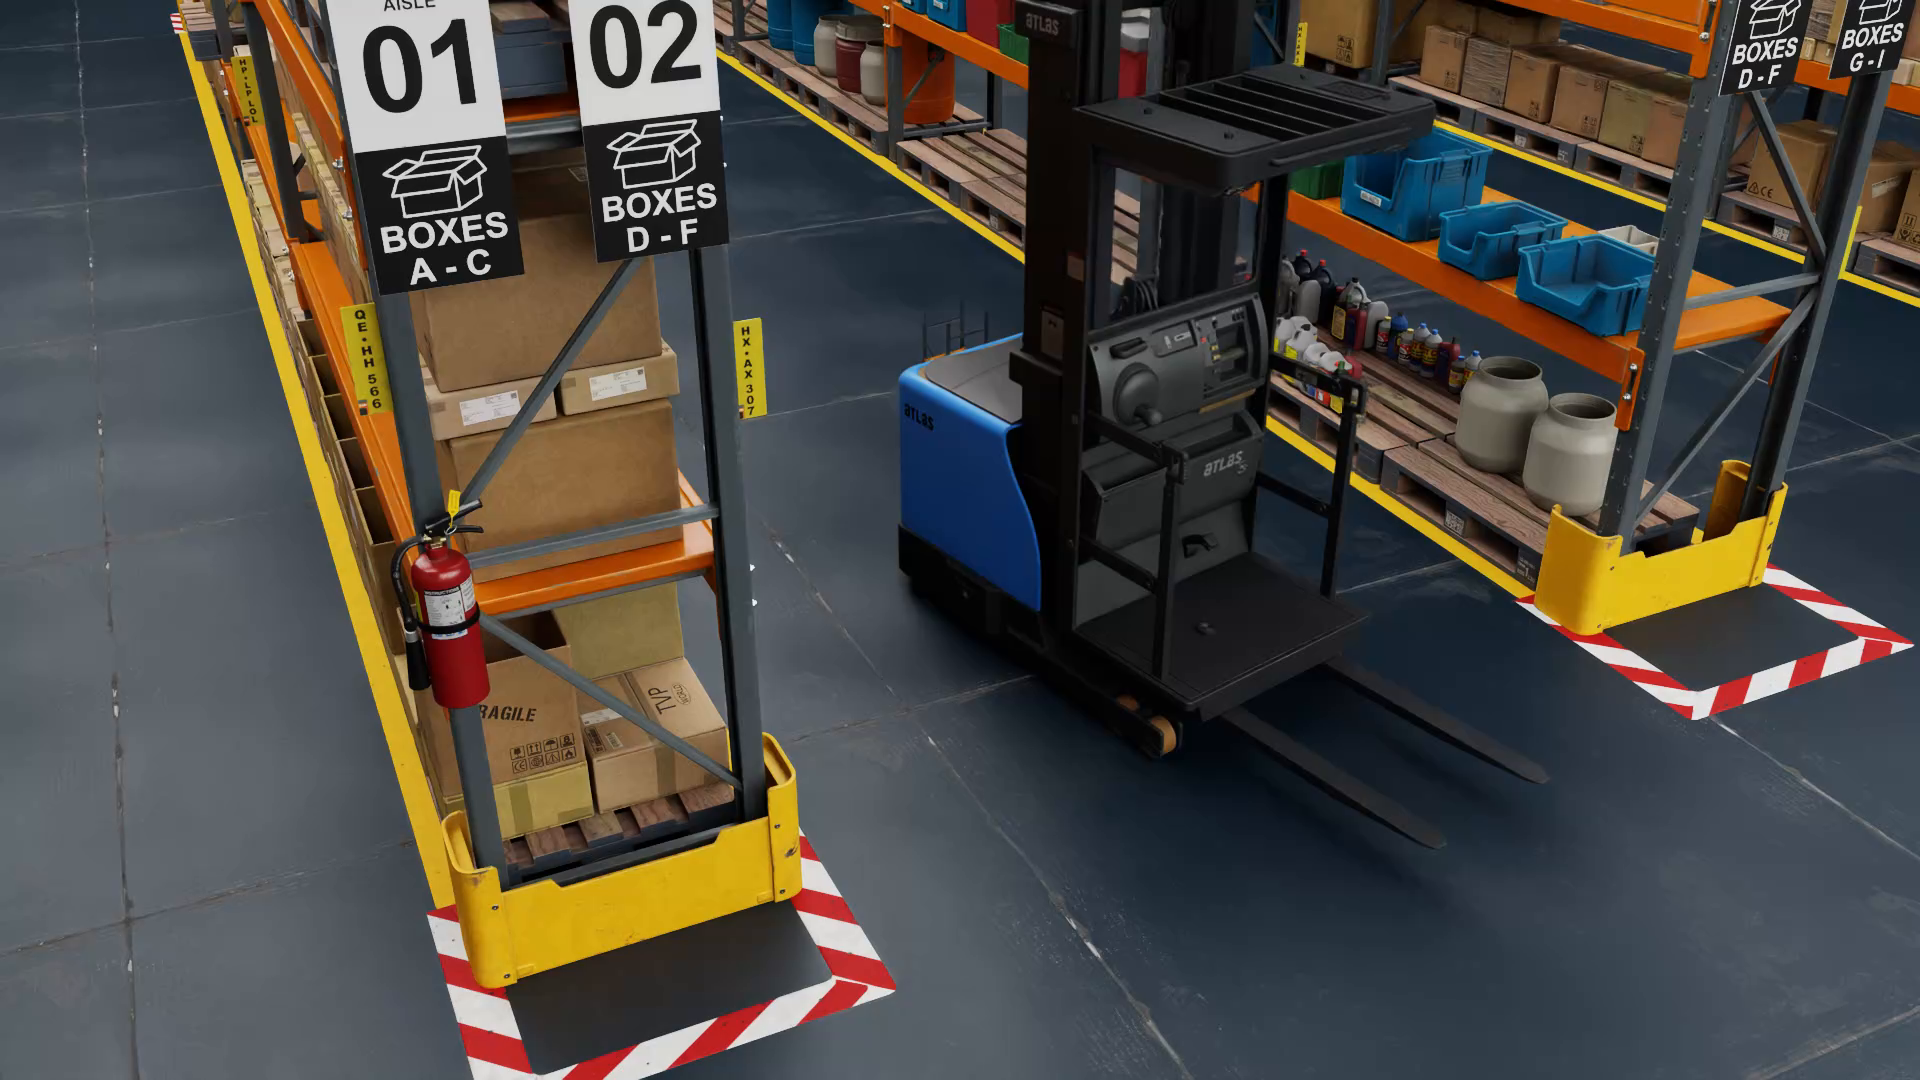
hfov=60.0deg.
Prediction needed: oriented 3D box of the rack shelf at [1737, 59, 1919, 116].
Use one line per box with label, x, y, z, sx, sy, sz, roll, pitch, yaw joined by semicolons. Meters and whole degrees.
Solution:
rack shelf;6.930;-2.652;10.647;1.077;0.370;4.000;-13;32;-22

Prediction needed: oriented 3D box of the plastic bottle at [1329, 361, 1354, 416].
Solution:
plastic bottle;2.064;-0.816;8.966;0.061;0.283;0.133;-12;32;-21

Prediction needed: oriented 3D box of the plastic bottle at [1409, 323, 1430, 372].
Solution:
plastic bottle;2.628;-1.106;9.495;0.097;0.271;0.097;0;29;0

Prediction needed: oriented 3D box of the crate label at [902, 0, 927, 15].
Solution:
crate label;-0.277;-4.238;12.912;0.303;0.233;0.416;-13;32;-22

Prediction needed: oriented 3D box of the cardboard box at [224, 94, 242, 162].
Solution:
cardboard box;-5.430;-3.232;13.052;0.500;0.500;0.500;-14;32;-24

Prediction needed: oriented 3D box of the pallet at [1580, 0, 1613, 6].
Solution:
pallet;5.241;-4.666;13.701;1.003;0.211;1.213;-13;32;-22

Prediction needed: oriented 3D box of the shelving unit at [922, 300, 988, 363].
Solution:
shelving unit;-0.021;-0.531;7.971;0.258;1.200;0.189;-20;35;-32

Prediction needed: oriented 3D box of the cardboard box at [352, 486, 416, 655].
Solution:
cardboard box;-2.101;0.072;6.669;0.500;0.500;0.500;-13;32;-22

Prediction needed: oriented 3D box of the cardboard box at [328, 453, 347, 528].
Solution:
cardboard box;-2.742;-0.264;8.036;0.500;0.250;0.500;-13;32;-22

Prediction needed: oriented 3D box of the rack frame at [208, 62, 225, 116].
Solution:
rack frame;-6.312;-5.304;14.643;1.000;3.000;0.127;-13;32;-22

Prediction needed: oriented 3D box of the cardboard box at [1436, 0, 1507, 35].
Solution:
cardboard box;4.669;-4.755;15.002;0.500;0.250;0.500;-12;31;-20

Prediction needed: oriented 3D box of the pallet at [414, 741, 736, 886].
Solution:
pallet;-1.526;0.884;6.458;1.003;0.211;1.213;-13;32;-22

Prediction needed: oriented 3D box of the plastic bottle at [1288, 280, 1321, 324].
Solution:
plastic bottle;2.094;-1.462;10.125;0.152;0.276;0.135;-13;32;-22

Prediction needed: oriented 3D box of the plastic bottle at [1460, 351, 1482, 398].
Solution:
plastic bottle;2.818;-0.910;9.146;0.097;0.271;0.097;0;29;0

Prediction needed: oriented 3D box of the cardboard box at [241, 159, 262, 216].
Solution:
cardboard box;-4.635;-2.473;11.402;0.500;0.311;0.500;-12;31;-20

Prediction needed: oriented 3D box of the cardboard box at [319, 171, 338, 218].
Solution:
cardboard box;-2.497;-1.487;7.069;0.380;0.149;0.250;-14;32;-24

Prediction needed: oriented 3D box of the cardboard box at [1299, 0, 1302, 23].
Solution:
cardboard box;3.701;-5.577;16.872;1.225;0.875;0.875;-13;32;-22

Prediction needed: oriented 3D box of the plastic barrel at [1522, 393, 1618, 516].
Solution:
plastic barrel;2.964;-0.415;8.037;0.421;0.512;0.421;0;29;0

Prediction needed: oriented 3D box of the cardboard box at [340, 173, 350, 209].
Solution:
cardboard box;-2.035;-1.520;6.466;0.700;0.500;0.500;-13;32;-22

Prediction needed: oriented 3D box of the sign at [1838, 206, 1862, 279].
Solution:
sign;3.814;-1.276;7.176;0.100;0.325;0.005;-13;32;-22

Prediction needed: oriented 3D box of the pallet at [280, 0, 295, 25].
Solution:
pallet;-1.968;-2.131;6.007;1.003;0.211;1.213;-13;32;-22

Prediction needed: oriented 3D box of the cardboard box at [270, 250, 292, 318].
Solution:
cardboard box;-3.751;-1.567;9.786;0.500;0.311;0.500;-13;32;-22

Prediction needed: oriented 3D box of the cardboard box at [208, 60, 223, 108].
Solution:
cardboard box;-6.324;-4.141;14.674;0.500;0.500;0.500;-15;32;-24

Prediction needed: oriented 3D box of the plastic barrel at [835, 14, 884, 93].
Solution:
plastic barrel;-0.829;-4.419;15.099;0.600;0.588;0.708;-13;32;-22

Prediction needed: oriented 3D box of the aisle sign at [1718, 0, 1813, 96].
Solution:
aisle sign;3.078;-2.082;6.238;0.394;0.787;0.004;-13;32;-22

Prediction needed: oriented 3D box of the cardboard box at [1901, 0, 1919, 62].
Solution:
cardboard box;6.697;-3.383;10.809;0.875;0.500;0.500;-13;32;-22

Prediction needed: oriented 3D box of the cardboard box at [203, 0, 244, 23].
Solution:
cardboard box;-4.966;-4.019;11.818;0.700;0.500;0.500;-26;38;-38

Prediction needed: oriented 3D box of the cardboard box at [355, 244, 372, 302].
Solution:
cardboard box;-2.053;-1.031;6.256;0.380;0.149;0.250;-12;32;-21

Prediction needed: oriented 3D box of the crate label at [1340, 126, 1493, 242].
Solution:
crate label;2.281;-1.814;8.381;0.502;0.435;0.616;-13;32;-22

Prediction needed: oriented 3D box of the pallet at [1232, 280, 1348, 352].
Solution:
pallet;1.849;-1.287;10.330;1.003;0.211;1.213;-13;32;-22

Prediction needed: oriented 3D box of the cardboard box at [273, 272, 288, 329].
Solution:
cardboard box;-3.970;-1.551;10.332;0.500;0.250;0.500;-12;32;-21

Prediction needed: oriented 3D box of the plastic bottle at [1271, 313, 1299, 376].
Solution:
plastic bottle;1.833;-1.131;9.458;0.144;0.351;0.185;-13;32;-22

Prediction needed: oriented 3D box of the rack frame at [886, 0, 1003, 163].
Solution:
rack frame;-0.119;-4.576;13.343;1.000;3.000;0.127;-13;32;-22

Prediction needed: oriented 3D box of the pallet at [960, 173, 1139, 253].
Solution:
pallet;0.698;-2.471;12.441;1.003;0.211;1.213;-13;32;-22

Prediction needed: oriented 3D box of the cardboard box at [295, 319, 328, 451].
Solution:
cardboard box;-2.961;-0.811;8.244;0.500;0.500;0.500;-13;32;-22

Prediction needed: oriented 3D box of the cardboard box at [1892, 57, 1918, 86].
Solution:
cardboard box;6.306;-3.136;11.032;0.380;0.149;0.250;-13;32;-22

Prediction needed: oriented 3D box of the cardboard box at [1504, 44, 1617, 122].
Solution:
cardboard box;5.159;-3.934;14.305;0.700;0.500;0.500;-10;31;-18

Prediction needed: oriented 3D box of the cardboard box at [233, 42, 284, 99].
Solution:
cardboard box;-4.385;-3.063;10.736;0.500;0.311;0.500;-13;32;-23

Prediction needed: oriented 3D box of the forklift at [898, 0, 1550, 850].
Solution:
forklift;1.011;-0.679;6.465;1.130;2.935;3.031;-21;35;-32

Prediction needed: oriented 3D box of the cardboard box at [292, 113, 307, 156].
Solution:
cardboard box;-2.937;-1.938;7.873;0.380;0.149;0.250;-13;32;-22

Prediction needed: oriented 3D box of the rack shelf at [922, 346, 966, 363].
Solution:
rack shelf;-0.021;-0.806;7.816;0.258;0.103;0.180;-20;35;-32

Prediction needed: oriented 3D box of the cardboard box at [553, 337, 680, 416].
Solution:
cardboard box;-1.134;-0.549;5.396;0.380;0.149;0.250;-13;32;-22

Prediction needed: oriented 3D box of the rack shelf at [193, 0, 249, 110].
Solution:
rack shelf;-5.453;-4.107;13.243;1.077;0.370;4.000;-13;32;-22

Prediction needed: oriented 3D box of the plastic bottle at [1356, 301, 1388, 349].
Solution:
plastic bottle;2.422;-1.289;9.816;0.152;0.276;0.135;-12;32;-21

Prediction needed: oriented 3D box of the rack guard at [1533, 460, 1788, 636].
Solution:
rack guard;3.240;0.025;7.695;1.175;0.500;0.348;-13;32;-22

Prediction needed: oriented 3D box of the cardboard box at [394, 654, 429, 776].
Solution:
cardboard box;-1.882;0.619;6.461;0.500;0.250;0.500;-13;32;-22

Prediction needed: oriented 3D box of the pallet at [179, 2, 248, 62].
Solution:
pallet;-4.949;-3.738;12.046;1.213;0.211;1.003;-13;32;-22

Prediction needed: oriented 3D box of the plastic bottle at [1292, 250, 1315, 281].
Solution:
plastic bottle;2.135;-1.621;10.333;0.144;0.351;0.185;-14;32;-23

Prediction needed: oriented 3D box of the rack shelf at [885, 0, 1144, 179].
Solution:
rack shelf;0.740;-3.379;11.944;1.077;0.370;4.000;-13;32;-22

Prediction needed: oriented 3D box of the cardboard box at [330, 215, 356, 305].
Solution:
cardboard box;-2.449;-1.388;7.556;0.700;0.500;0.500;-13;32;-22

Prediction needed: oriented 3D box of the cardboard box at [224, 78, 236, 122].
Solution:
cardboard box;-5.236;-3.354;12.504;0.500;0.250;0.500;-12;31;-20

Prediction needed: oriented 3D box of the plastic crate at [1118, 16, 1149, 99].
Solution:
plastic crate;1.114;-2.986;10.444;0.402;0.464;0.583;-13;32;-22

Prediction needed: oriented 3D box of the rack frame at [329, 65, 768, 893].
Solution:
rack frame;-1.160;-0.004;5.190;1.000;3.000;0.127;-13;32;-22

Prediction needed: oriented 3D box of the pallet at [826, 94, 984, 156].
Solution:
pallet;-0.495;-3.699;14.631;1.003;0.211;1.213;-13;32;-22
